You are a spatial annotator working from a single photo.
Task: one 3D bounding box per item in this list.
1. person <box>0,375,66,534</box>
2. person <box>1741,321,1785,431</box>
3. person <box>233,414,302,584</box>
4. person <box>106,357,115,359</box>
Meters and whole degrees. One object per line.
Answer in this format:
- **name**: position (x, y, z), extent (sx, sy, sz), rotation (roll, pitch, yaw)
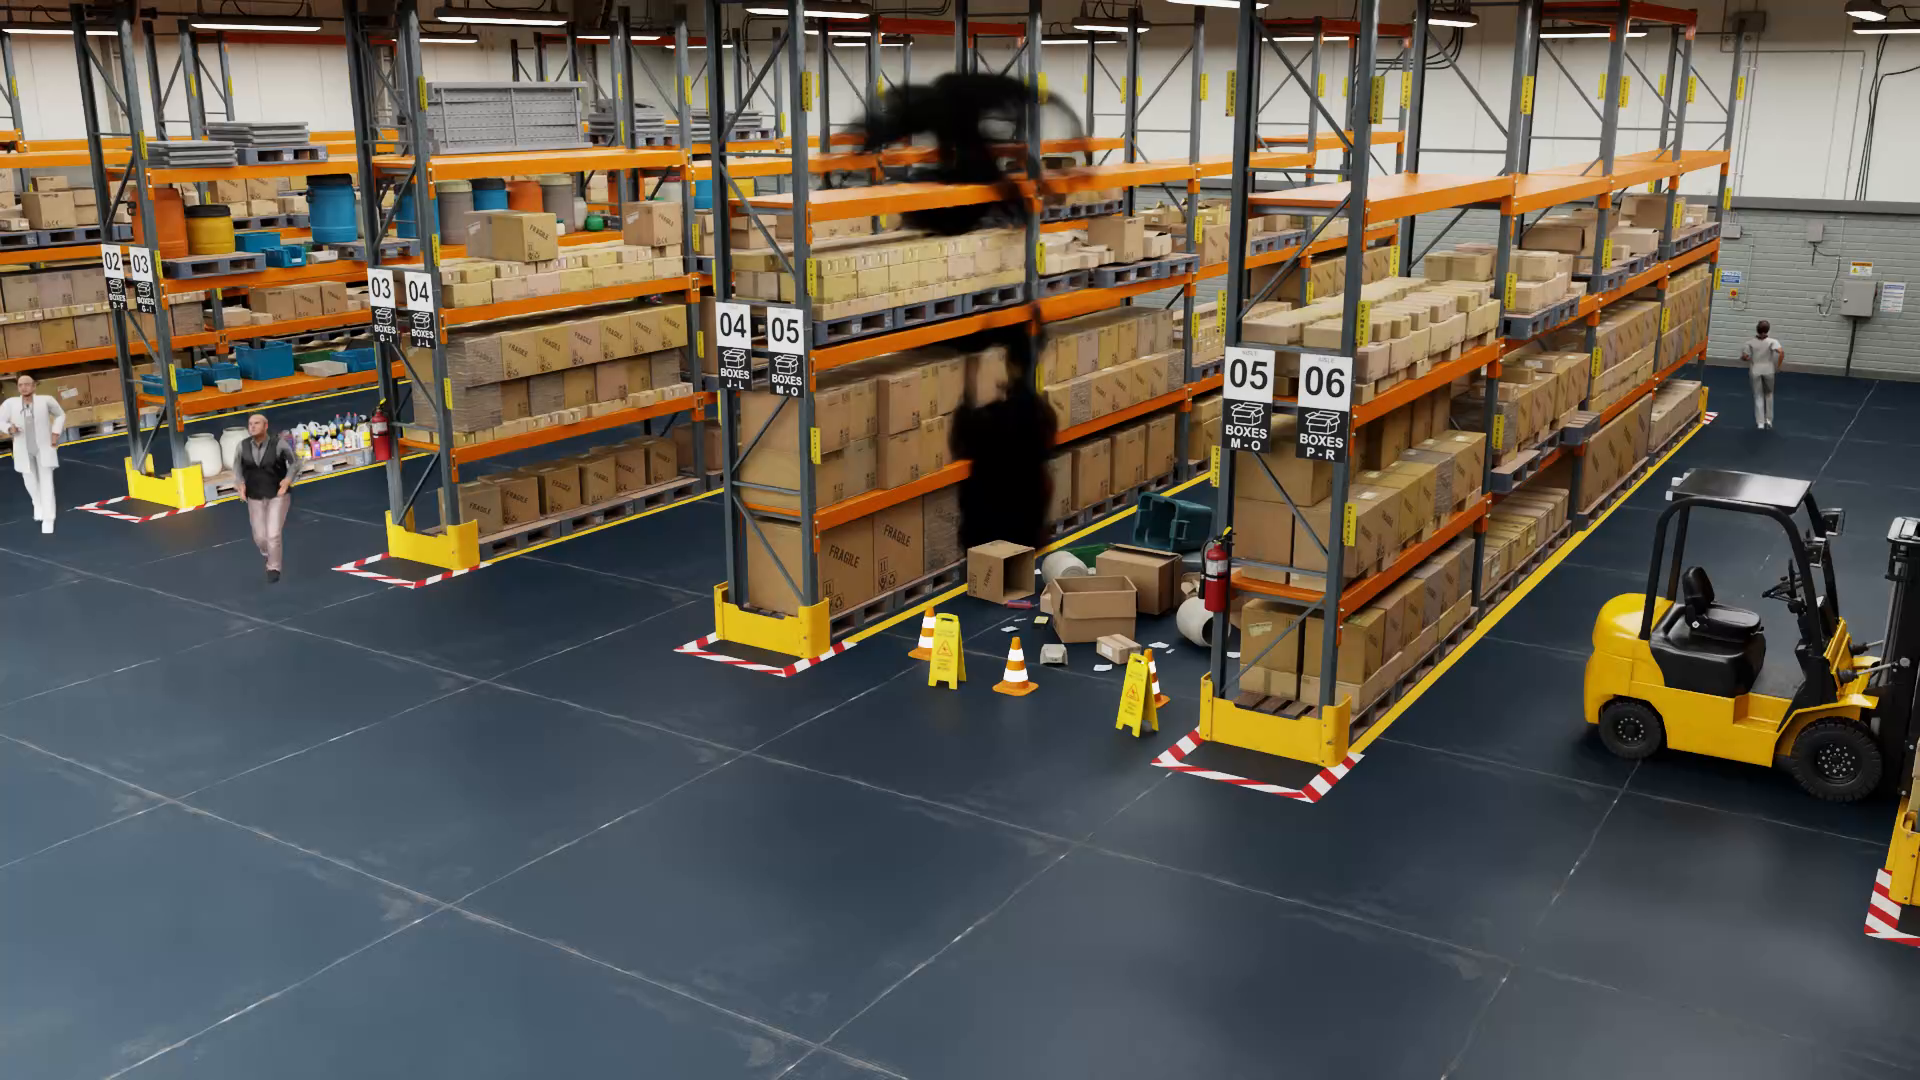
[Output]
- **person**: position (-10.920, -1.040, 19.597), extent (0.715, 1.803, 0.943), rotation (-5, 16, -17)
- **person**: position (11.986, -2.432, 24.921), extent (0.572, 1.696, 0.808), rotation (6, 17, 21)
- **person**: position (-6.920, -0.441, 16.670), extent (0.665, 1.686, 0.626), rotation (-2, 16, -8)
- **person**: position (-13.677, -2.990, 27.066), extent (0.555, 1.602, 0.659), rotation (13, 20, 38)
